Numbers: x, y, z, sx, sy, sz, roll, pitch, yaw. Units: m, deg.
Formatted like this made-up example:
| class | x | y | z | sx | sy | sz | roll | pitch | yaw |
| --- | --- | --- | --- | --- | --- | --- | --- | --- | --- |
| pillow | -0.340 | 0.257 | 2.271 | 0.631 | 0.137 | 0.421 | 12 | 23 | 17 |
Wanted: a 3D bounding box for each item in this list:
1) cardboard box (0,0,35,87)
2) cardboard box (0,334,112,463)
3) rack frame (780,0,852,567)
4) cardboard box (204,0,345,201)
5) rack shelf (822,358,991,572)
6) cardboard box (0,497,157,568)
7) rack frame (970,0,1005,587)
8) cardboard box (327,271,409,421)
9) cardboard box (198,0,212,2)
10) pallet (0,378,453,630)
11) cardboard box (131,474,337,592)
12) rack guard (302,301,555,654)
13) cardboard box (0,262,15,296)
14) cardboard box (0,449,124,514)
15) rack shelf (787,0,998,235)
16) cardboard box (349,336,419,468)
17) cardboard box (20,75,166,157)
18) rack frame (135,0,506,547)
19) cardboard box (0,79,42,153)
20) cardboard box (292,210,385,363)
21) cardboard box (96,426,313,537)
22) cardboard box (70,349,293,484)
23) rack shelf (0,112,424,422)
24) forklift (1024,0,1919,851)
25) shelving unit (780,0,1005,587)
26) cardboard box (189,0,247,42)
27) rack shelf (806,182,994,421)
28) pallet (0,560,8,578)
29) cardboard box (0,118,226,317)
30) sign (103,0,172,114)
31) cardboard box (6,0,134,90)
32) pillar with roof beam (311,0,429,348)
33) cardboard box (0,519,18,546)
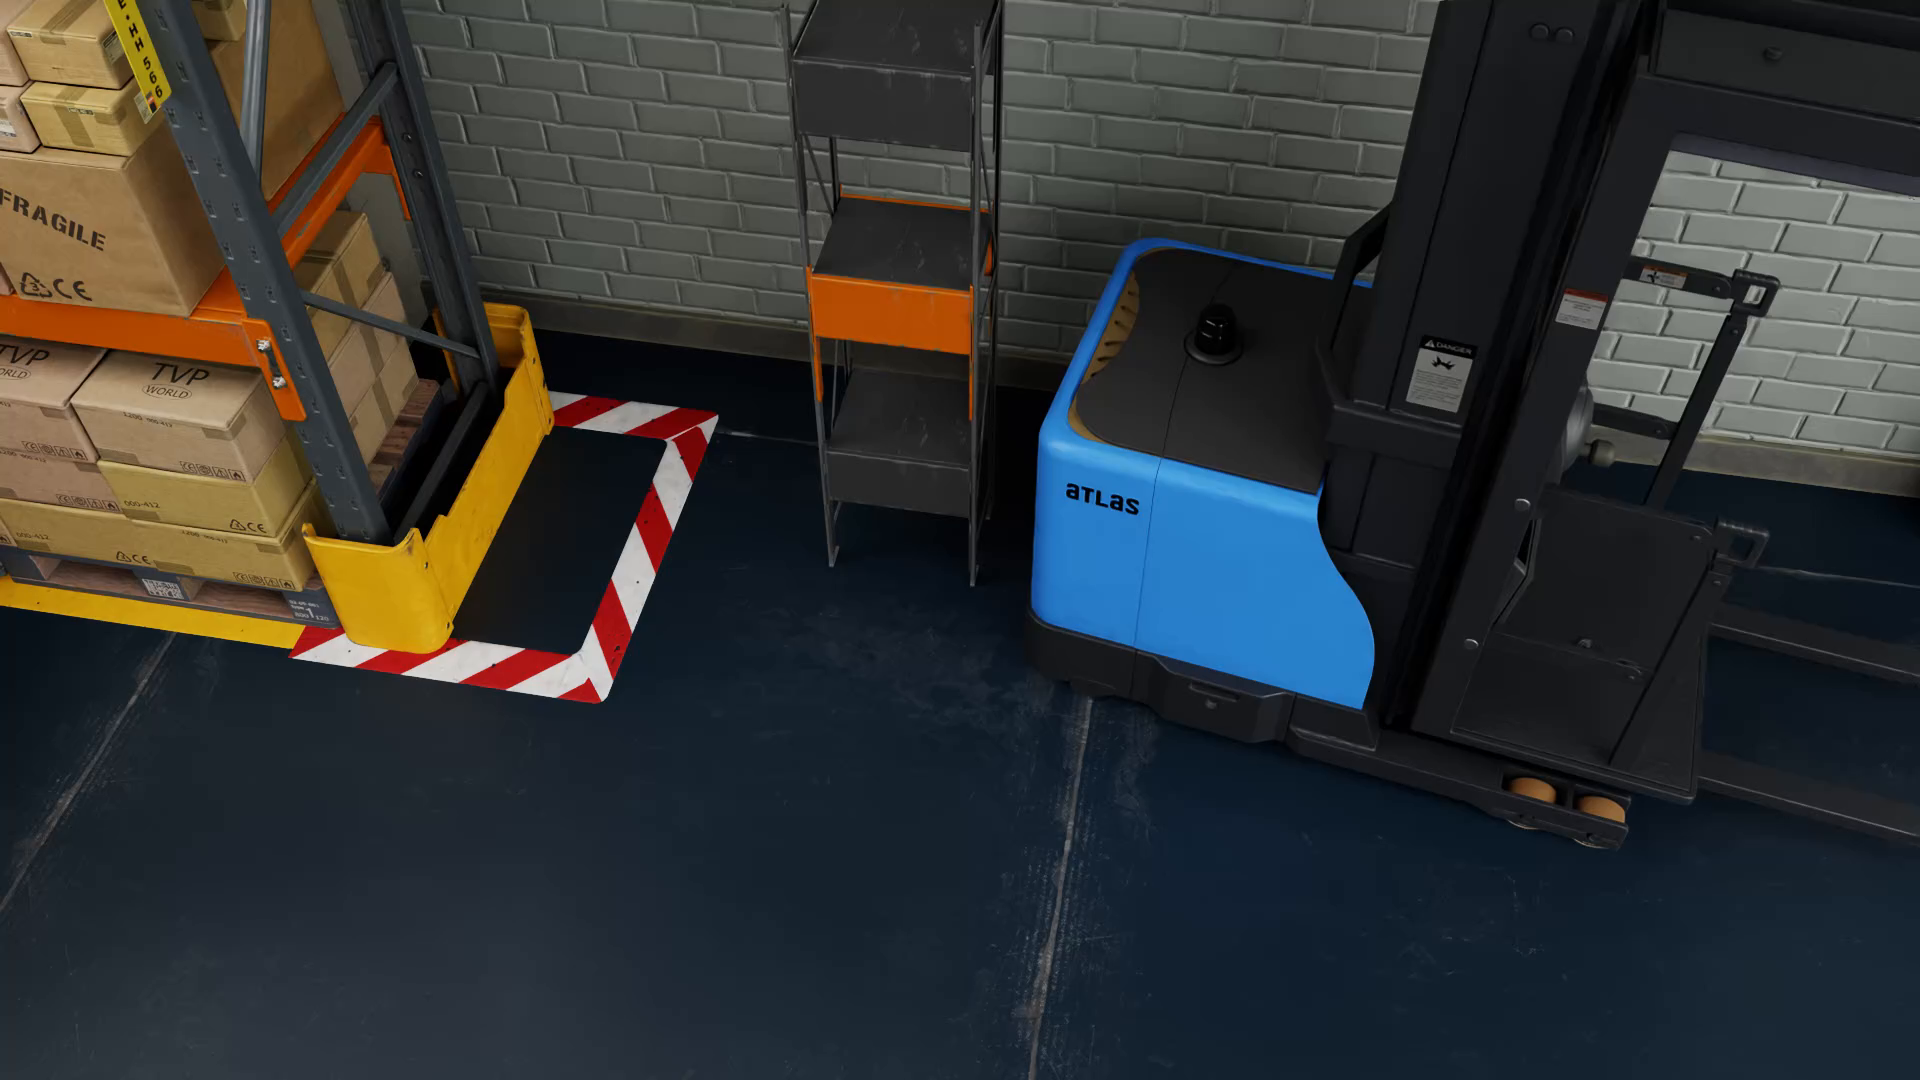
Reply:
| class | x | y | z | sx | sy | sz | roll | pitch | yaw |
| --- | --- | --- | --- | --- | --- | --- | --- | --- | --- |
| cardboard box | -2.422 | -1.330 | 4.225 | 0.250 | 0.149 | 0.380 | 8 | 49 | 7 |
| cardboard box | -2.796 | -0.528 | 5.102 | 0.500 | 0.250 | 0.500 | 8 | 49 | 8 |
| rack frame | -0.403 | -0.756 | 5.018 | 0.015 | 2.100 | 0.400 | 8 | 49 | 7 |
| cardboard box | -2.222 | -1.379 | 4.905 | 0.500 | 0.500 | 0.500 | 9 | 49 | 8 |
| rack shelf | -0.163 | -0.247 | 5.519 | 0.480 | 0.518 | 0.431 | 8 | 49 | 7 |
| cardboard box | -2.790 | -0.202 | 5.481 | 0.500 | 0.250 | 0.500 | 8 | 49 | 7 |
| rack frame | 0.077 | -0.691 | 4.960 | 0.015 | 2.100 | 0.400 | 8 | 49 | 7 |
| cardboard box | -2.209 | -0.680 | 5.574 | 0.500 | 0.250 | 0.500 | 8 | 49 | 8 |
| cardboard box | -2.076 | -1.627 | 4.492 | 0.250 | 0.149 | 0.380 | 7 | 48 | 6 |
| pallet | -2.544 | -0.215 | 5.802 | 1.213 | 0.211 | 1.003 | 8 | 49 | 7 |
| cardboard box | -2.302 | -0.129 | 5.416 | 0.500 | 0.250 | 0.500 | 8 | 49 | 7 |
| rack guard | -1.760 | -0.238 | 5.628 | 0.348 | 0.500 | 1.175 | 8 | 49 | 7 |
| cardboard box | -2.823 | -1.059 | 4.617 | 0.500 | 0.500 | 0.500 | 9 | 49 | 8 |
| cardboard box | -2.810 | -0.375 | 5.301 | 0.500 | 0.250 | 0.500 | 7 | 48 | 6 |
| rack shelf | -0.163 | -1.182 | 4.478 | 0.480 | 0.518 | 0.431 | 8 | 49 | 7 |
| cardboard box | -2.232 | -0.506 | 5.755 | 0.500 | 0.250 | 0.500 | 8 | 49 | 7 |
| cardboard box | -2.175 | -1.168 | 4.279 | 0.250 | 0.149 | 0.380 | 8 | 49 | 7 |
| rack frame | -1.784 | -1.077 | 4.701 | 0.127 | 3.000 | 1.000 | 8 | 49 | 7 |
| cardboard box | -2.431 | -1.180 | 4.290 | 0.250 | 0.149 | 0.380 | 8 | 49 | 7 |
| cardboard box | -2.223 | -0.835 | 5.377 | 0.500 | 0.250 | 0.500 | 7 | 48 | 6 |
| cardboard box | -2.318 | -0.301 | 5.234 | 0.500 | 0.250 | 0.500 | 7 | 48 | 6 |
| cardboard box | -2.292 | -0.465 | 5.045 | 0.500 | 0.250 | 0.500 | 9 | 49 | 8 |
| rack shelf | -3.752 | -1.101 | 5.206 | 4.000 | 0.370 | 1.077 | 8 | 49 | 7 |
| forklift | 1.778 | -0.516 | 4.243 | 3.031 | 2.935 | 1.130 | 15 | 50 | 13 |
| shelving unit | -0.163 | -0.724 | 4.989 | 0.503 | 2.100 | 0.431 | 8 | 49 | 7 |
| cardboard box | -2.071 | -1.562 | 4.634 | 0.250 | 0.149 | 0.380 | 7 | 48 | 6 |
| rack shelf | -0.163 | -0.715 | 4.999 | 0.480 | 0.518 | 0.431 | 8 | 49 | 7 |
| pallet | -3.741 | -0.379 | 5.948 | 1.213 | 0.211 | 1.003 | 8 | 49 | 7 |
| cardboard box | -2.315 | -0.983 | 4.550 | 0.500 | 0.500 | 0.500 | 7 | 48 | 6 |
| sign | -1.894 | -1.148 | 3.827 | 0.005 | 0.325 | 0.100 | 8 | 49 | 7 |
| cardboard box | -2.174 | -1.320 | 4.216 | 0.250 | 0.149 | 0.380 | 8 | 49 | 7 |
| pillar with roof beam | -3.074 | -0.683 | 0.314 | 0.400 | 9.000 | 9.100 | 8 | 49 | 7 |
| cardboard box | -3.281 | -0.275 | 5.546 | 0.500 | 0.250 | 0.500 | 8 | 49 | 7 |
